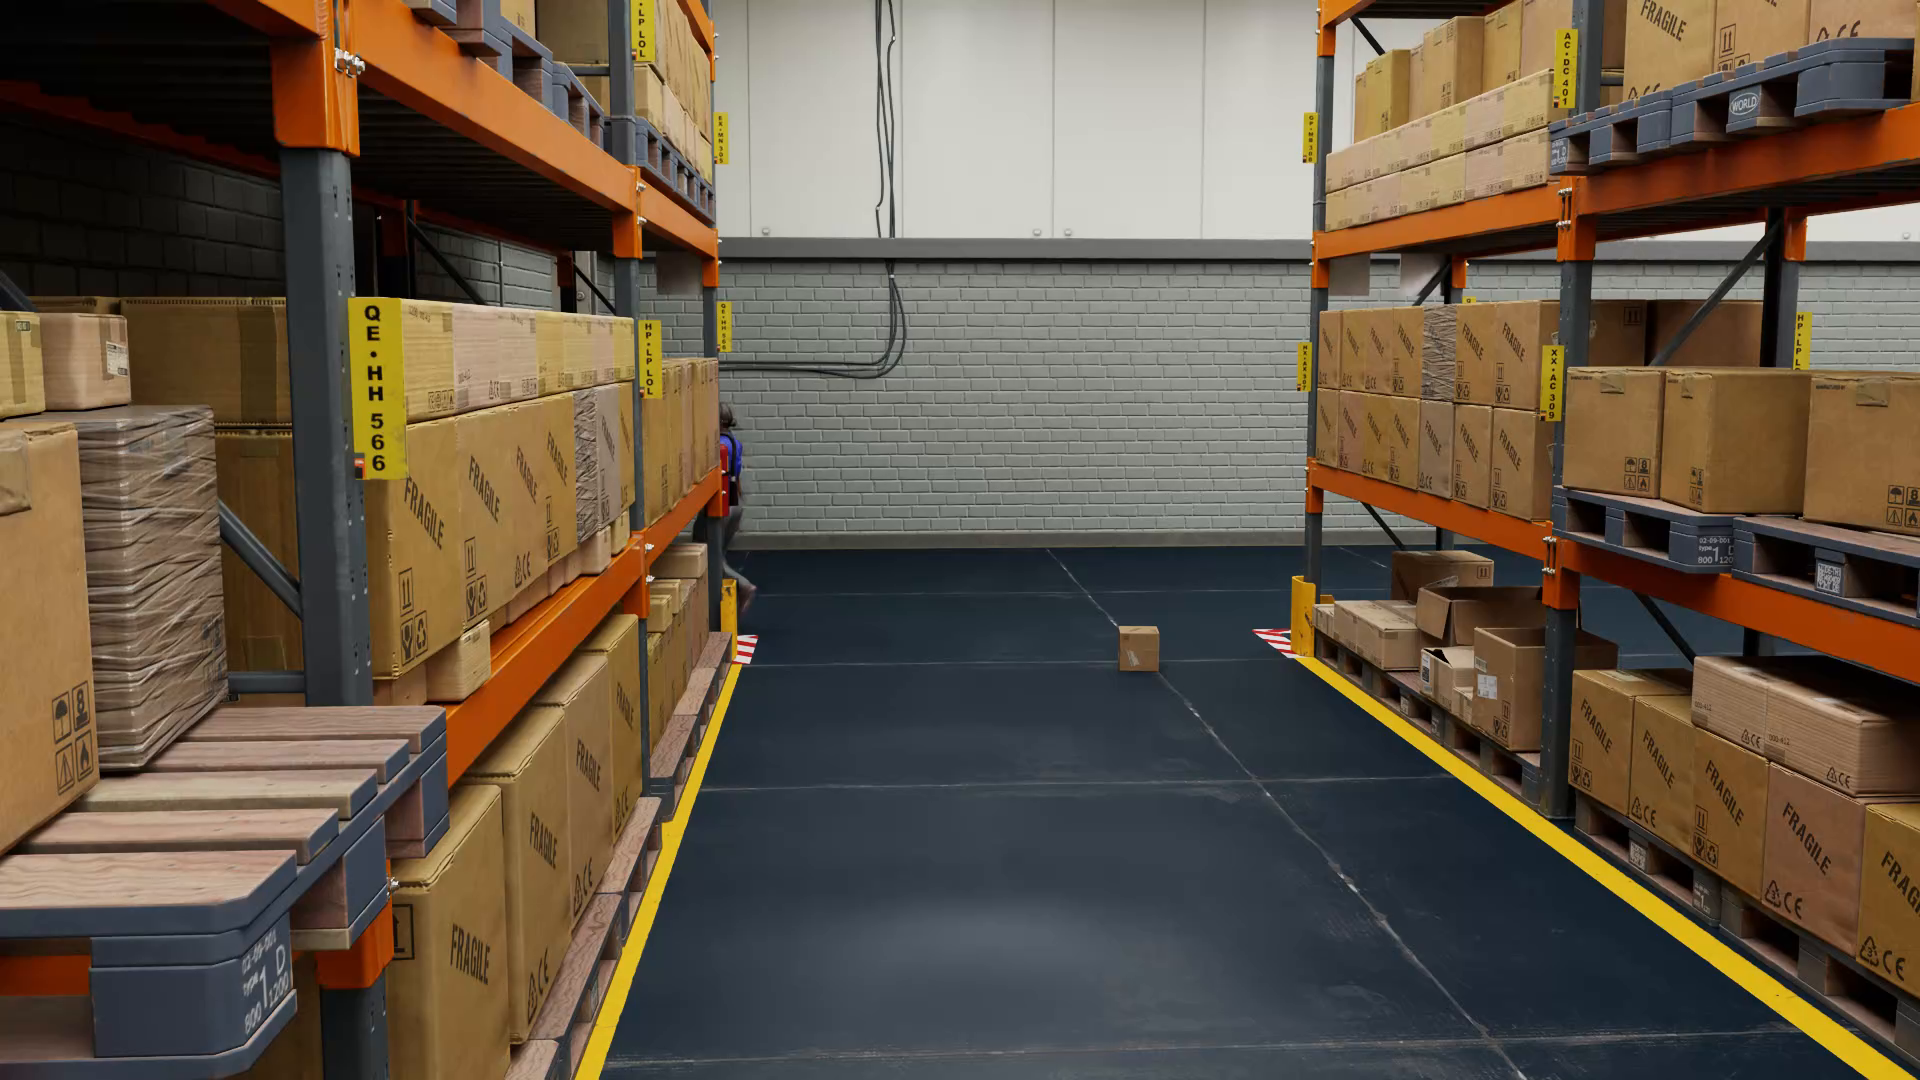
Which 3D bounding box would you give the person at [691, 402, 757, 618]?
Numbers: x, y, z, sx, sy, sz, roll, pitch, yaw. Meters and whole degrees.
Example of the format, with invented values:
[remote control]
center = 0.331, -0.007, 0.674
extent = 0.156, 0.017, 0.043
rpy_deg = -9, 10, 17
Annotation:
[person]
center = -1.750, -0.203, 12.300
extent = 0.613, 1.635, 0.477
rpy_deg = 3, 8, 22
